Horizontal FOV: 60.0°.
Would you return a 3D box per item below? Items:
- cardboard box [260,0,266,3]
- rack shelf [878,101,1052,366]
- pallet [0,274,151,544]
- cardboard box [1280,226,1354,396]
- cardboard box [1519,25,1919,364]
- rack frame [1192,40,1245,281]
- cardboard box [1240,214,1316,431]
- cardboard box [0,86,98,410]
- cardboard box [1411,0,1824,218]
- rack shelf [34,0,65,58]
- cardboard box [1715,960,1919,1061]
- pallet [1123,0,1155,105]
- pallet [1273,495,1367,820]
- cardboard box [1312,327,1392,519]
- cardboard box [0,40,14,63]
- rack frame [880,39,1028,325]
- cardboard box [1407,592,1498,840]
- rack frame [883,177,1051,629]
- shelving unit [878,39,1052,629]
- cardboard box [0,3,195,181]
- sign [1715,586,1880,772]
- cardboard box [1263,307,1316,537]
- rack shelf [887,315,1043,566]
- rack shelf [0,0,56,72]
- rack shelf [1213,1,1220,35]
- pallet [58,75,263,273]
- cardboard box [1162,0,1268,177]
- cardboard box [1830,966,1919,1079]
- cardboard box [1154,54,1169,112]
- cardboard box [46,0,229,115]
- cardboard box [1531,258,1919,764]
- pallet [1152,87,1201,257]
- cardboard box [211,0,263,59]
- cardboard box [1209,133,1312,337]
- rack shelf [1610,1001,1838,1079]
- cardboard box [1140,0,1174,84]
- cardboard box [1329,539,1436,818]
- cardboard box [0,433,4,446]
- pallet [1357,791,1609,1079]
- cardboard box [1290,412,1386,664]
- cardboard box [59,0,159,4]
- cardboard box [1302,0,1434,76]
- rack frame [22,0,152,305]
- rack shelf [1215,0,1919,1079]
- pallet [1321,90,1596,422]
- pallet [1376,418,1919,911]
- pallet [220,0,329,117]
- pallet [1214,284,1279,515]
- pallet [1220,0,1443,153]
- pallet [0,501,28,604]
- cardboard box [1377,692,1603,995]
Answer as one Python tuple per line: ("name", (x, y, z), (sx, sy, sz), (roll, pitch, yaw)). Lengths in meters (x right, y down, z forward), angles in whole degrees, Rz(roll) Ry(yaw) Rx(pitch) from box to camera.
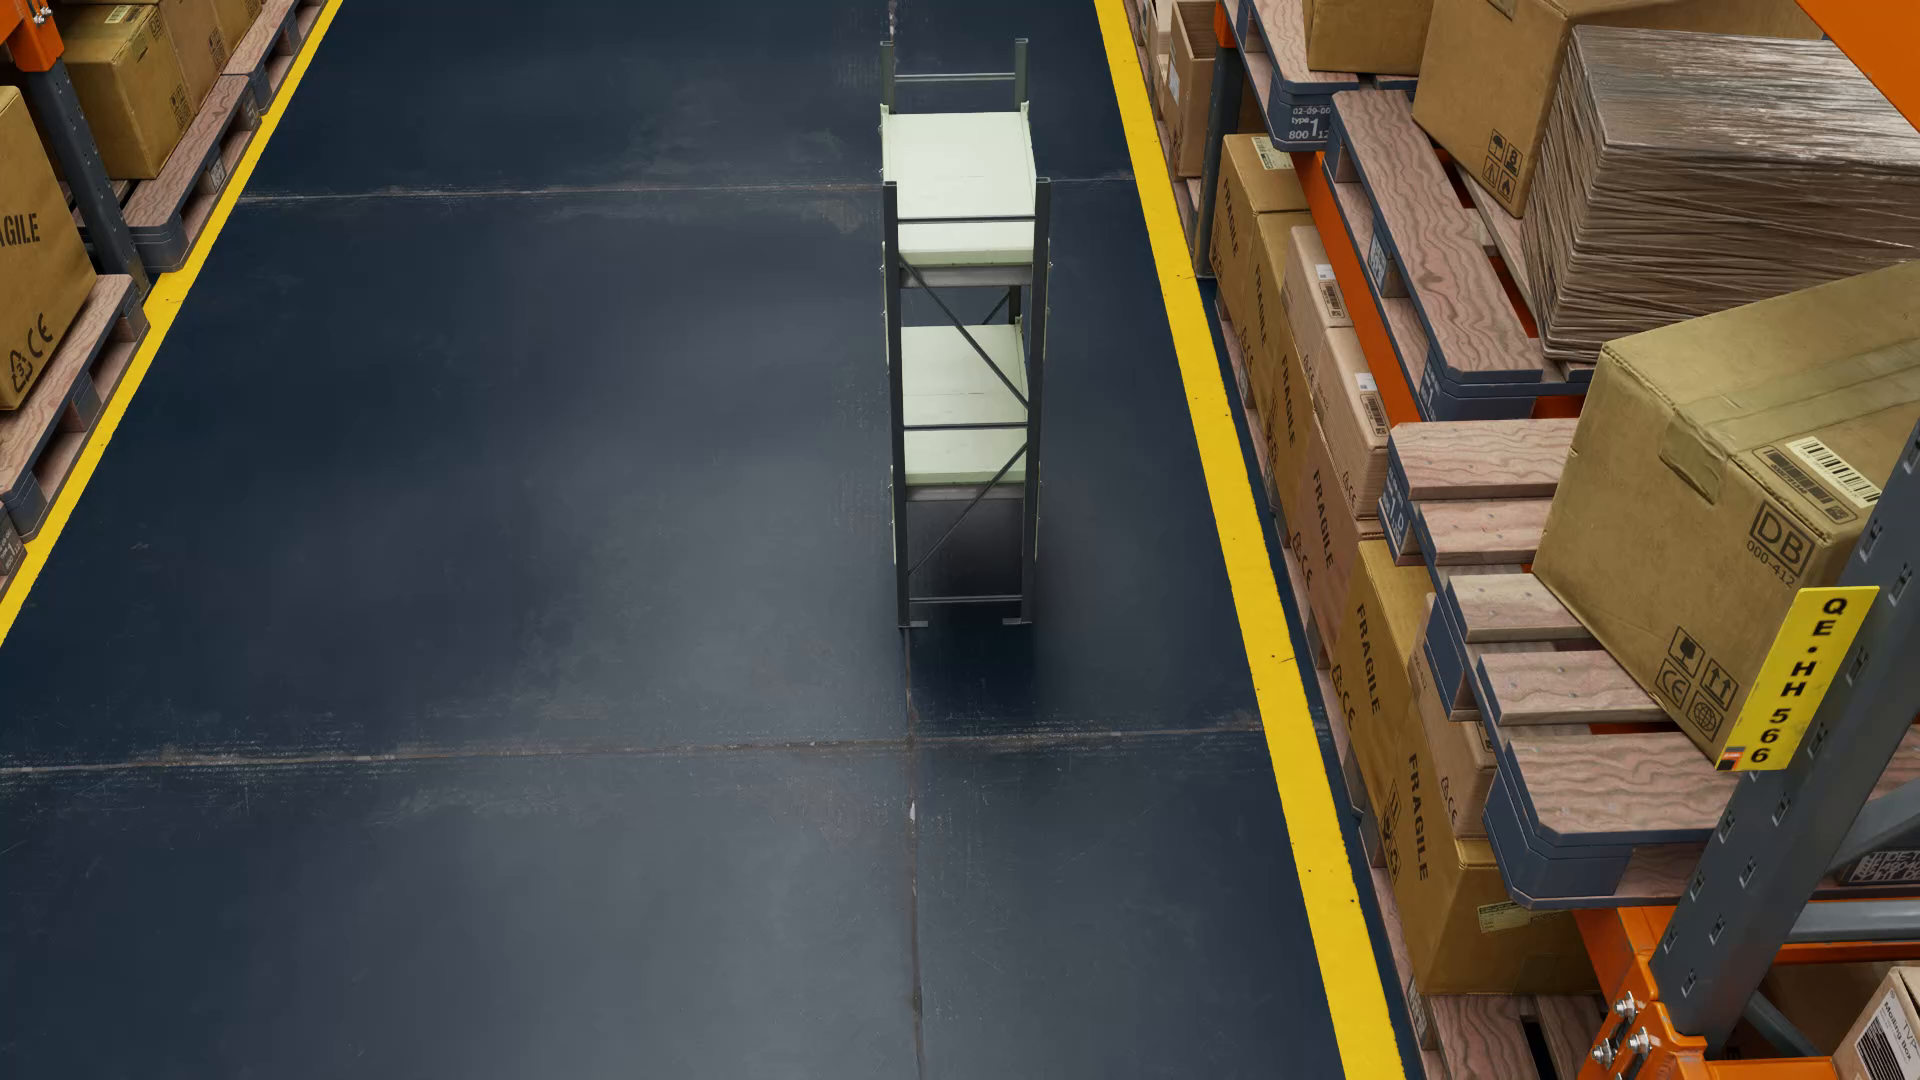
("cardboard box", (-3.549, -2.791, 7.614), (0.700, 0.500, 0.500), (-3, 43, -3))
("rack shelf", (0.000, -0.836, 4.475), (0.431, 0.370, 0.720), (-2, 43, -2))
("pallet", (-3.445, -0.457, 5.593), (1.003, 0.211, 1.213), (-2, 43, -2))
("cardboard box", (1.216, -0.657, 4.716), (0.500, 0.250, 0.500), (-2, 43, -2))
("cardboard box", (1.579, -0.685, 3.392), (0.700, 0.500, 0.500), (6, 43, 6))
("rack frame", (1.396, -2.149, 5.374), (1.000, 3.000, 0.127), (-2, 43, -2))
("cardboard box", (1.207, -0.696, 5.314), (0.500, 0.500, 0.500), (-1, 43, -1))
("cardboard box", (-3.395, -0.931, 5.326), (0.750, 0.750, 0.750), (-1, 43, -1))
("cardboard box", (1.533, -1.149, 3.899), (0.700, 0.500, 0.500), (-12, 44, -13))
("rack shelf", (-3.638, -3.089, 6.932), (1.077, 0.370, 4.000), (-2, 43, -2))
("cardboard box", (1.833, 0.996, 3.468), (0.500, 0.500, 0.500), (0, 43, 0))
("pallet", (1.313, -2.410, 7.723), (1.003, 0.211, 1.213), (-2, 43, -2))
("pallet", (1.524, 0.253, 4.818), (1.003, 0.211, 1.213), (-2, 43, -2))
("cardboard box", (1.238, -0.318, 4.347), (0.500, 0.250, 0.500), (-2, 43, -3))
("cardboard box", (-3.674, -1.881, 6.141), (0.380, 0.149, 0.250), (-2, 43, -2))
("rack frame", (-0.015, -0.795, 5.008), (0.400, 1.500, 0.023), (-2, 43, -2))
("cardboard box", (1.285, 0.372, 3.594), (0.500, 0.250, 0.500), (0, 43, 0))
("rack frame", (0.016, -0.301, 4.469), (0.400, 1.500, 0.023), (-2, 43, -2))
("shelving unit", (0.000, -0.548, 4.738), (0.431, 1.500, 0.755), (-2, 43, -2))
("cardboard box", (-3.482, -1.745, 6.473), (0.700, 0.500, 0.500), (-1, 43, -1))
("sign", (1.025, 0.176, 2.040), (0.100, 0.325, 0.005), (-2, 43, -2))
("cardboard box", (1.221, -0.358, 4.945), (0.500, 0.500, 0.500), (-1, 43, -1))
("rack shelf", (0.000, -0.308, 4.959), (0.431, 0.370, 0.720), (-2, 43, -2))
("rack shelf", (-3.468, -0.389, 3.986), (1.077, 0.370, 4.000), (-2, 43, -2))
("rack shelf", (1.312, -3.234, 7.090), (1.077, 0.370, 4.000), (-2, 43, -2))
("pallet", (-3.507, -1.492, 6.721), (1.003, 0.211, 1.213), (-2, 43, -2))
("cardboard box", (1.089, -1.766, 6.481), (0.500, 0.500, 0.500), (-2, 43, -2))
("cardboard box", (1.538, 0.831, 2.189), (0.500, 0.311, 0.500), (1, 43, 1))
("cardboard box", (1.013, -1.888, 6.874), (0.380, 0.149, 0.250), (-2, 43, -2))
("cardboard box", (-3.500, -2.084, 6.843), (0.700, 0.500, 0.500), (-2, 43, -2))
("cardboard box", (1.427, -0.062, 2.713), (0.700, 0.500, 0.500), (-15, 45, -16))
("pallet", (1.368, -1.584, 6.822), (1.003, 0.211, 1.213), (-2, 43, -2))
("cardboard box", (-3.520, -2.431, 7.221), (0.700, 0.500, 0.500), (-1, 43, -1))
("cardboard box", (1.174, -1.056, 5.706), (0.500, 0.500, 0.500), (-3, 43, -4))
("rack shelf", (1.651, 2.167, 1.198), (1.077, 0.370, 4.000), (-2, 43, -2))
("cardboard box", (1.057, -2.202, 7.097), (0.500, 0.311, 0.500), (-2, 43, -2))
("cardboard box", (1.270, 0.337, 4.187), (0.500, 0.500, 0.500), (-3, 43, -3))
("cardboard box", (-3.354, -0.331, 4.672), (0.750, 0.750, 0.750), (0, 43, 0))
("pallet", (1.572, 1.075, 3.921), (1.003, 0.211, 1.213), (-2, 43, -2))
("cardboard box", (1.242, -0.017, 4.573), (0.500, 0.500, 0.500), (-3, 43, -3))
("cardboard box", (-3.314, -2.221, 6.512), (0.380, 0.149, 0.250), (0, 43, 0))
("cardboard box", (1.286, -1.552, 4.338), (0.700, 0.500, 0.500), (5, 43, 5))
("rack frame", (-3.553, -2.004, 5.216), (1.000, 3.000, 0.127), (-2, 43, -2))
("rack shelf", (1.481, -0.533, 4.144), (1.077, 0.370, 4.000), (-2, 43, -2))
("pallet", (1.479, -0.690, 3.925), (1.003, 0.211, 1.213), (-2, 43, -2))
("pallet", (1.467, 0.167, 2.990), (1.213, 0.211, 1.003), (-2, 43, -2))
("pallet", (-3.562, -2.317, 7.622), (1.003, 0.211, 1.213), (-2, 43, -2))
("pallet", (1.469, -0.573, 5.719), (1.003, 0.211, 1.213), (-2, 43, -2))
("pallet", (1.321, -1.535, 4.847), (1.003, 0.211, 1.213), (-2, 43, -2))
("pallet", (-3.390, 0.368, 4.692), (1.003, 0.211, 1.213), (-2, 43, -2))
("cardboard box", (1.292, 0.686, 3.806), (0.500, 0.500, 0.500), (0, 43, 0))
